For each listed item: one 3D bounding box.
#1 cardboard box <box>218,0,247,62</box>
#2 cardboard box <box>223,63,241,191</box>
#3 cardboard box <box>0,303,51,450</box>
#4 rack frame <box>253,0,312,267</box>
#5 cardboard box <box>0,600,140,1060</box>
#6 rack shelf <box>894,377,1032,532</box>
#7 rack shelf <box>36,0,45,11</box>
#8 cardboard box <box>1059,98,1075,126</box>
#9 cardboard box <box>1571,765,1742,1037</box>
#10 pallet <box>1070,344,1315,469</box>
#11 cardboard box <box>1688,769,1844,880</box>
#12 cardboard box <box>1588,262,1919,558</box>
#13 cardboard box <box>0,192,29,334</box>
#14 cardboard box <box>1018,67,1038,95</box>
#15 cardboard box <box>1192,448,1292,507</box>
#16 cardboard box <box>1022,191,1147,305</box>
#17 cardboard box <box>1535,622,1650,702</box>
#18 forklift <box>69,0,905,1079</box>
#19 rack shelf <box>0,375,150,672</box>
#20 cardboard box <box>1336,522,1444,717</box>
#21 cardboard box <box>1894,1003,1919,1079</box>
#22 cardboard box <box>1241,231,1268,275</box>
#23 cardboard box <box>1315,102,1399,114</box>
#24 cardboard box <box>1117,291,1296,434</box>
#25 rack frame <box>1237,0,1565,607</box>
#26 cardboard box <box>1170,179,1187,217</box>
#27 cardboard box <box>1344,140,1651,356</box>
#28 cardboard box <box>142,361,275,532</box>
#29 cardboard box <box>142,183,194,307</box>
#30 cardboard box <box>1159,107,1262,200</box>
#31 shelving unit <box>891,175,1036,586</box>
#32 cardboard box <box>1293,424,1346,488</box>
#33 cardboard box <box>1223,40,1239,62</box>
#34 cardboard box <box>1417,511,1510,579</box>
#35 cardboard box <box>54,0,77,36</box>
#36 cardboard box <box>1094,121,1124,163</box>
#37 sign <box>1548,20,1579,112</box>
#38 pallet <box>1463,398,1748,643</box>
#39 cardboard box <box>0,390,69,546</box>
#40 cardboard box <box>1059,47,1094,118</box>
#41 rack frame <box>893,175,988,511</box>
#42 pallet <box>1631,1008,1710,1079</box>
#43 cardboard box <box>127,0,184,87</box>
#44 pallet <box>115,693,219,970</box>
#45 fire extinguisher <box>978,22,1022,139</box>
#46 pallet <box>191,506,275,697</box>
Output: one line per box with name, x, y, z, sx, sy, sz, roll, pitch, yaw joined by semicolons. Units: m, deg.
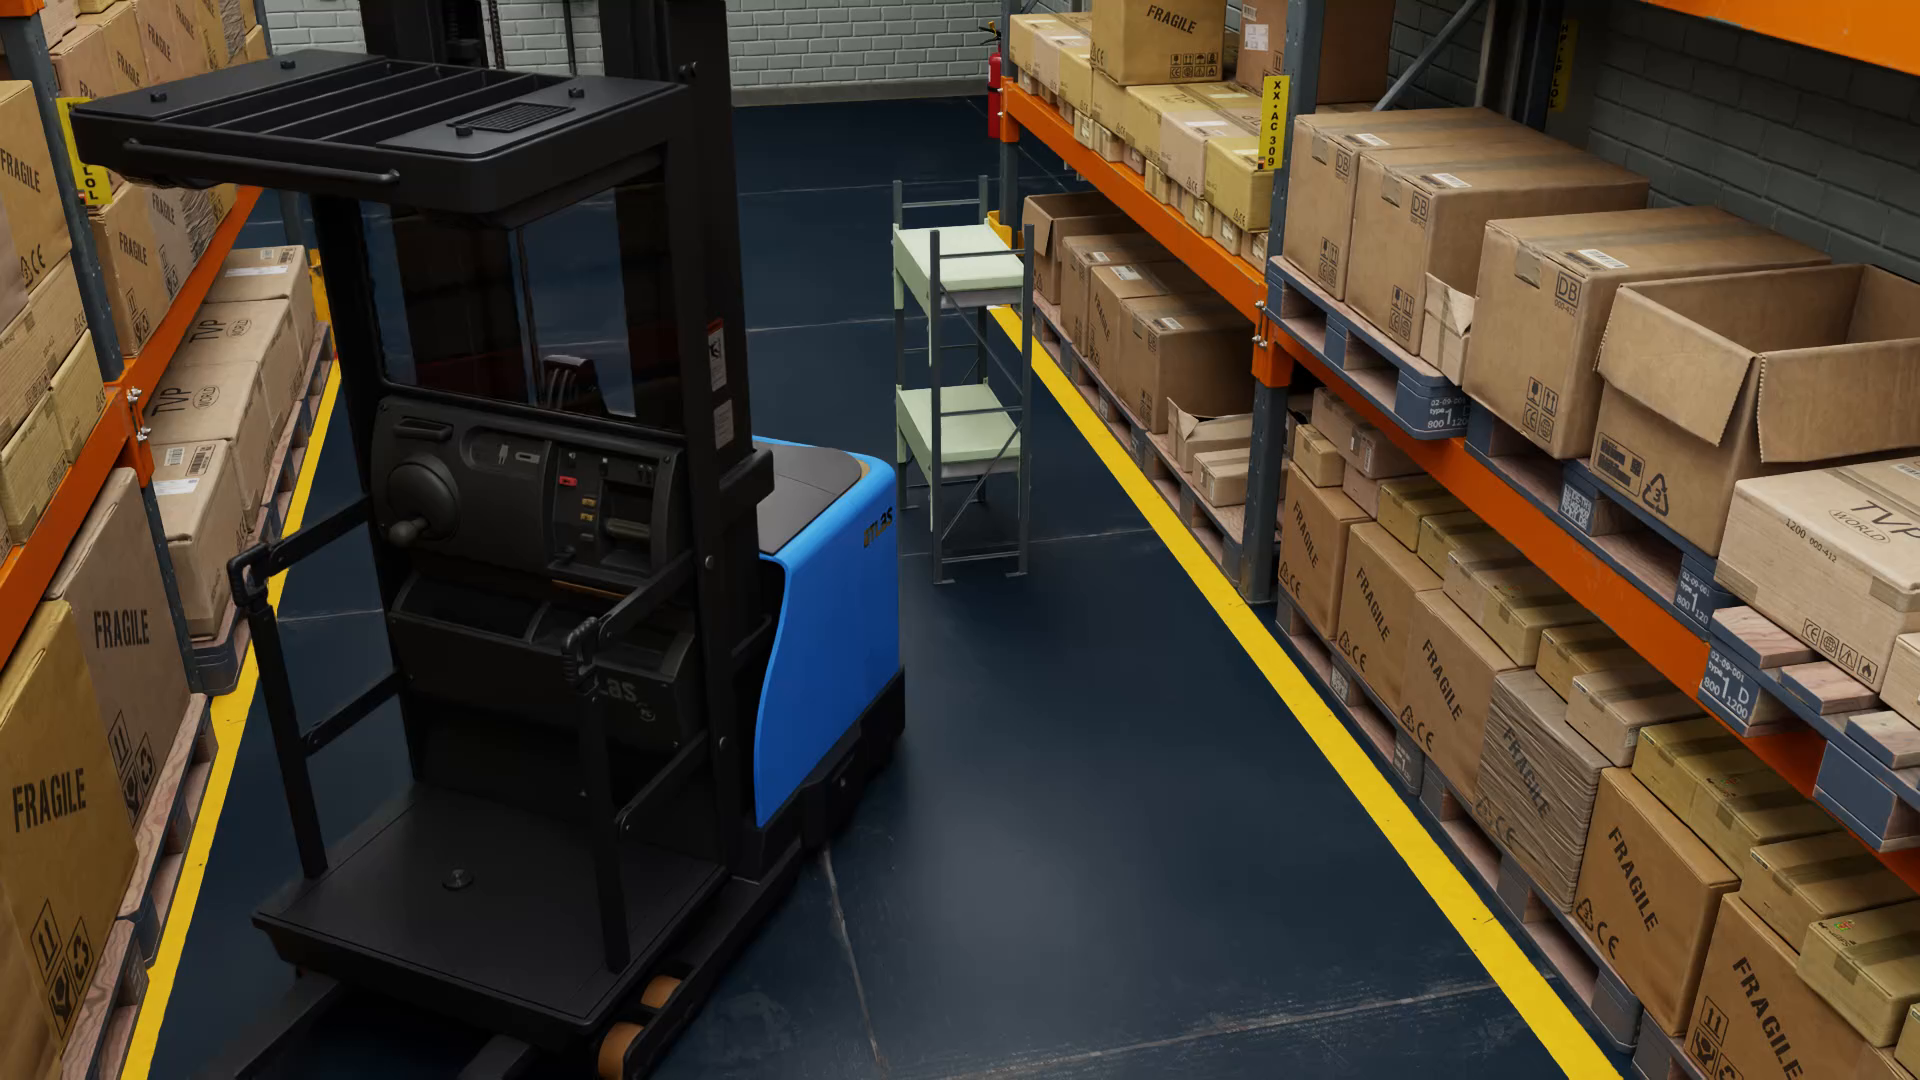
cardboard box;-3.611;-2.475;7.604;0.500;0.500;0.500;-6;27;-11
cardboard box;-3.508;-1.811;7.398;0.500;0.500;0.500;-5;27;-10
cardboard box;-2.741;-0.411;4.346;0.500;0.250;0.500;-5;27;-10
rack frame;-4.098;-2.398;8.672;1.000;3.000;0.127;-6;27;-12
cardboard box;-2.768;0.779;4.270;0.875;0.875;0.875;-5;27;-10
rack shelf;0.002;-0.376;7.053;0.431;0.370;0.720;-6;27;-12
rack shelf;-3.647;-2.538;6.419;1.077;0.370;4.000;-6;27;-12
cardboard box;0.736;-2.283;8.724;0.380;0.149;0.250;-5;27;-10
cardboard box;2.012;0.923;4.401;0.500;0.500;0.500;-5;27;-9
pallet;1.206;-0.741;8.484;1.003;0.211;1.213;-6;27;-12
cardboard box;2.058;0.699;4.125;0.380;0.149;0.250;-5;27;-10
cardboard box;1.992;-0.323;3.980;0.797;0.503;0.637;-7;28;-13
cardboard box;-2.728;-0.736;4.158;0.500;0.500;0.500;-5;27;-11
cardboard box;0.544;-2.619;9.389;0.380;0.149;0.250;-6;27;-12
cardboard box;1.227;-0.277;7.168;0.380;0.149;0.250;-7;28;-13
cardboard box;0.782;-1.698;9.591;0.797;0.503;0.637;-7;28;-14
cardboard box;1.905;0.358;4.800;0.380;0.149;0.250;-6;27;-11
forklift;-1.230;-0.086;4.167;1.130;2.935;3.031;11;29;20
rack shelf;-2.746;0.557;3.615;1.077;0.370;4.000;-6;27;-12
cardboard box;1.658;0.249;5.736;0.500;0.500;0.500;-6;27;-12
cardboard box;2.182;1.056;3.417;0.380;0.149;0.250;-7;28;-14
cardboard box;1.320;-1.150;6.478;0.380;0.149;0.250;-6;27;-11
cardboard box;1.670;-1.678;7.081;0.500;0.250;0.500;-6;27;-12
cardboard box;1.171;-0.862;7.937;0.700;0.500;0.500;-7;28;-14
rack frame;1.638;-1.148;6.195;1.000;3.000;0.127;-6;27;-12
cardboard box;1.126;-1.491;7.155;0.380;0.149;0.250;-5;27;-10
cardboard box;1.646;-0.917;5.161;0.700;0.500;0.500;-6;27;-11
cardboard box;-3.436;-0.365;7.022;0.875;0.438;0.875;-7;28;-13
cardboard box;-3.157;-1.140;6.070;0.500;0.500;0.500;-6;27;-11
cardboard box;1.159;-1.631;6.988;0.500;0.250;0.500;-6;27;-11
shelving unit;0.002;-0.667;6.906;0.431;1.500;0.755;-6;27;-12
cardboard box;1.460;-0.324;6.152;0.380;0.149;0.250;-5;27;-9
cardboard box;1.321;-2.350;8.413;0.500;0.250;0.500;-5;27;-10
cardboard box;1.742;0.020;5.470;0.380;0.149;0.250;-6;27;-12
cardboard box;-3.088;-1.698;5.345;0.380;0.149;0.250;-6;27;-11
cardboard box;0.865;-1.935;8.034;0.380;0.149;0.250;-5;27;-10
sign;2.178;-1.722;6.049;0.100;0.325;0.005;-6;27;-12
pallet;2.097;-0.159;4.449;1.003;0.211;1.213;-6;27;-12
cardboard box;-2.736;-0.180;4.444;0.500;0.250;0.500;-6;27;-12
cardboard box;0.808;-2.299;8.313;0.500;0.250;0.500;-6;27;-13
rack frame;-0.081;-0.827;7.225;0.400;1.500;0.023;-6;27;-12
pallet;2.408;1.522;4.001;1.003;0.211;1.213;-6;27;-12
cardboard box;-3.280;-1.815;6.296;0.500;0.500;0.500;-5;27;-11
pallet;-2.949;0.934;5.165;1.003;0.211;1.213;-6;27;-12
fire extinguisher;0.253;-2.720;9.810;0.296;0.674;0.183;-6;27;-12
pallet;-3.292;0.261;6.498;1.003;0.211;1.213;-6;27;-12
